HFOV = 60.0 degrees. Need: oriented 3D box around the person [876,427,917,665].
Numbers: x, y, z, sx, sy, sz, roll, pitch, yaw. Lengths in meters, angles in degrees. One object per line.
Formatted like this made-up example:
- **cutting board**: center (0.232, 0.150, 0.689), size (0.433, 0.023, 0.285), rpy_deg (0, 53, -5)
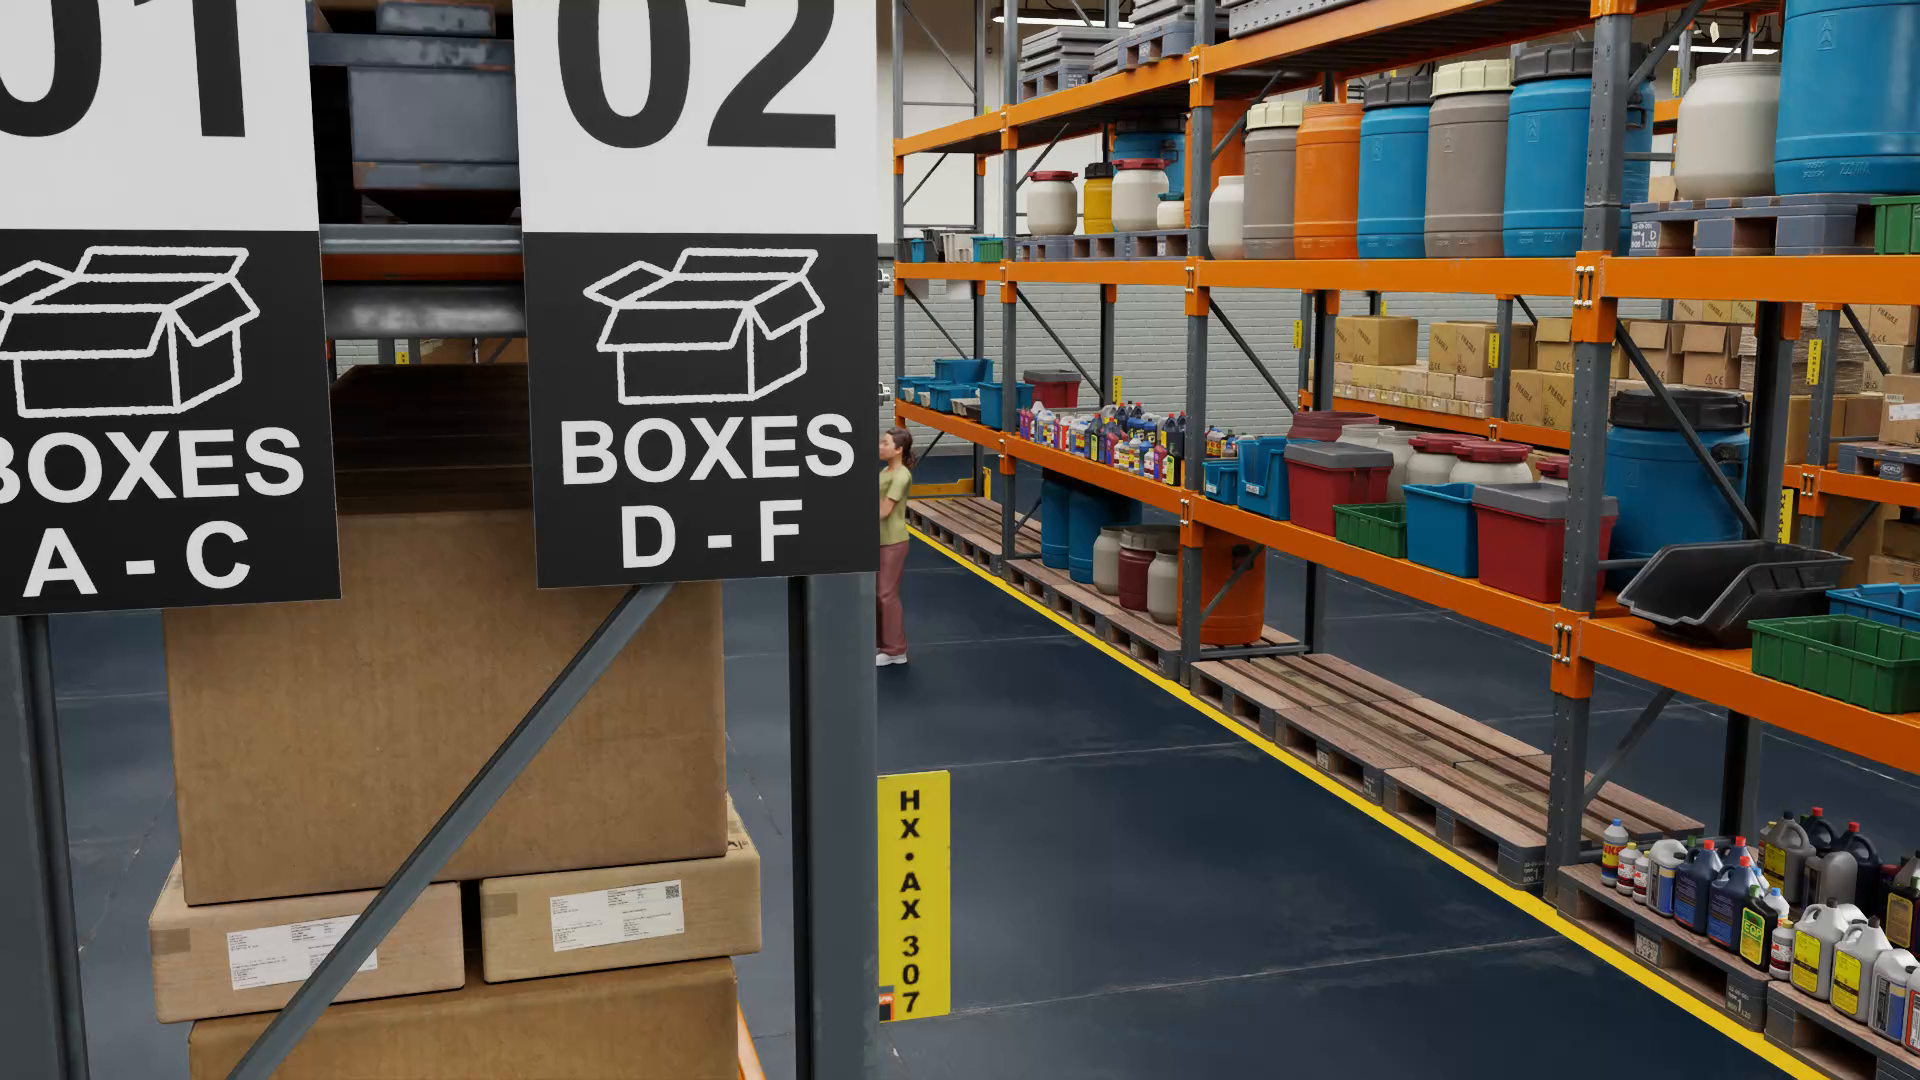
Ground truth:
- **person**: center (-0.569, 0.041, 11.665), size (0.558, 1.663, 0.428), rpy_deg (-3, 10, -16)
